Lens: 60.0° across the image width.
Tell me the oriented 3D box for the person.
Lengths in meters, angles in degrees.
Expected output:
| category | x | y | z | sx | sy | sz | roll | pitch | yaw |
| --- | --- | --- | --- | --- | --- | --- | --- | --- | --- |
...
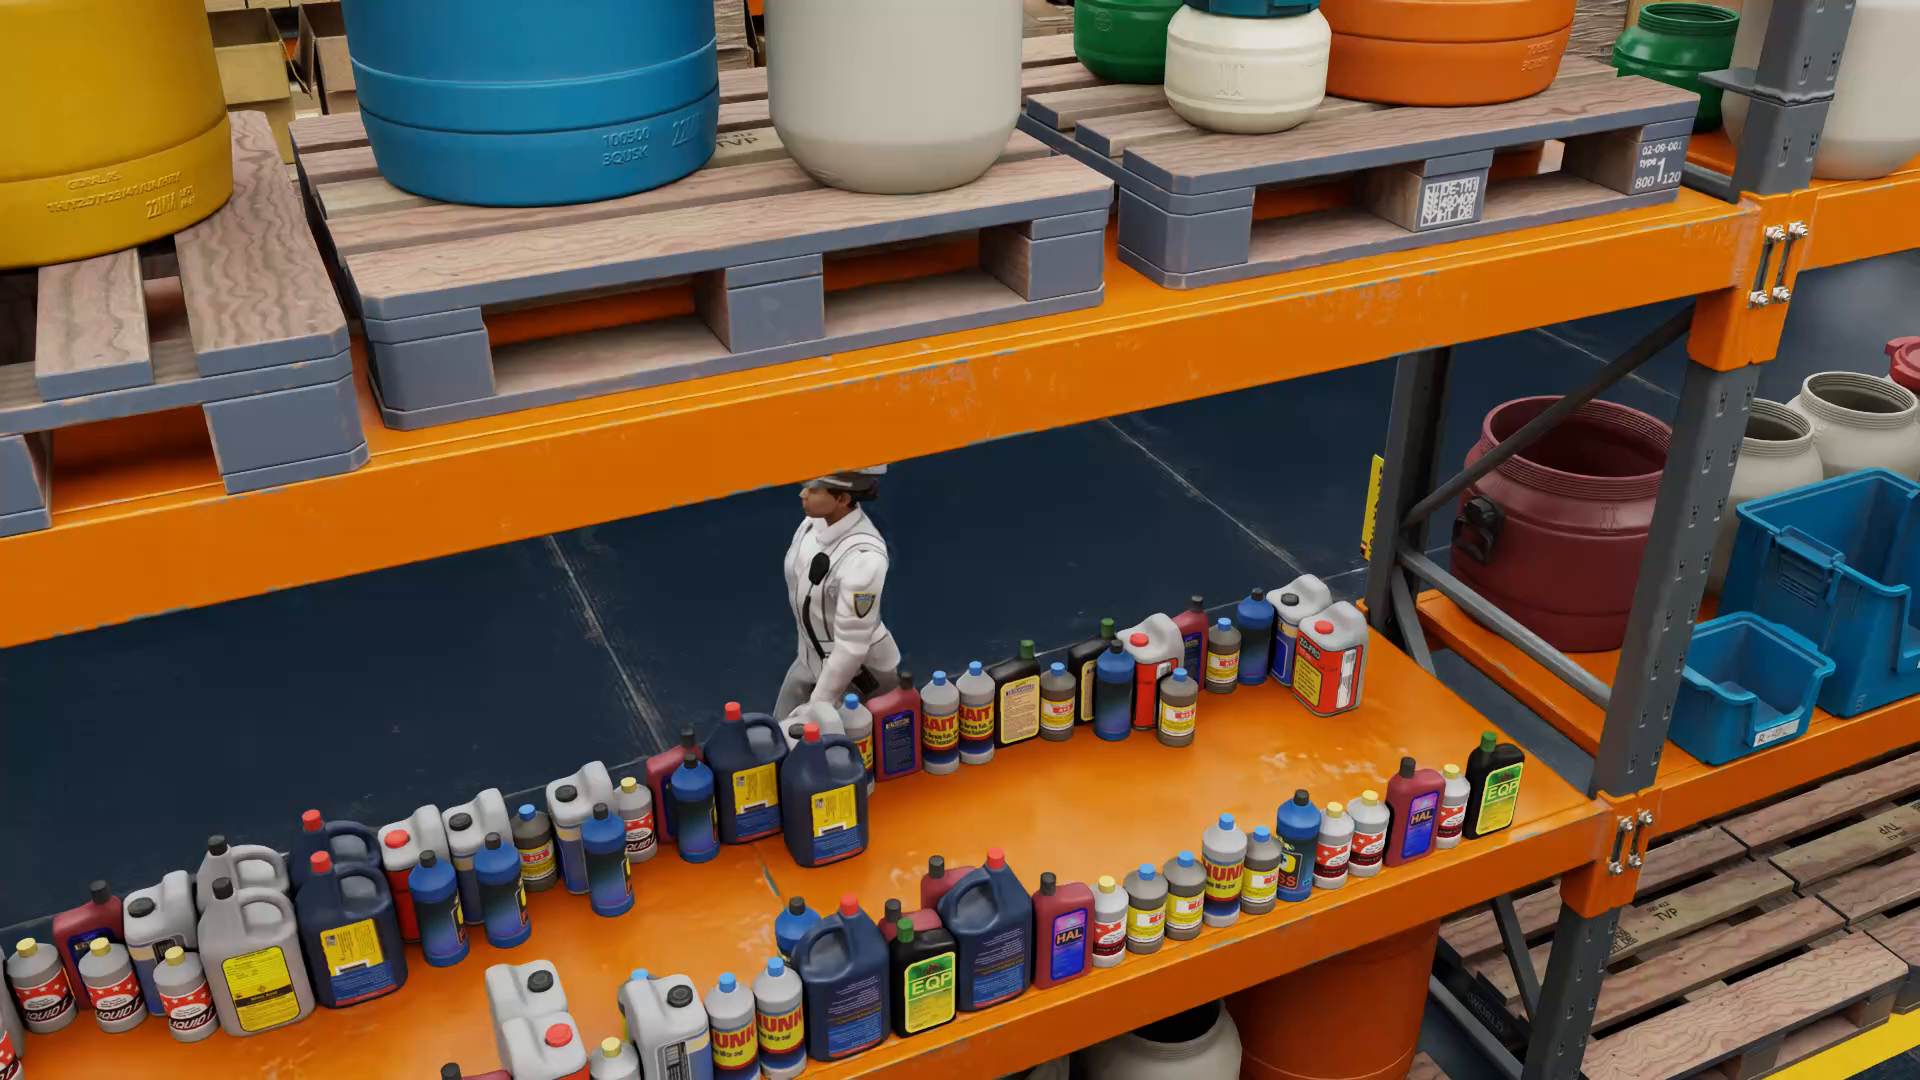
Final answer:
| category | x | y | z | sx | sy | sz | roll | pitch | yaw |
| --- | --- | --- | --- | --- | --- | --- | --- | --- | --- |
| person | -0.413 | 0.454 | 5.331 | 0.679 | 1.727 | 0.498 | -14 | 32 | -23 |
